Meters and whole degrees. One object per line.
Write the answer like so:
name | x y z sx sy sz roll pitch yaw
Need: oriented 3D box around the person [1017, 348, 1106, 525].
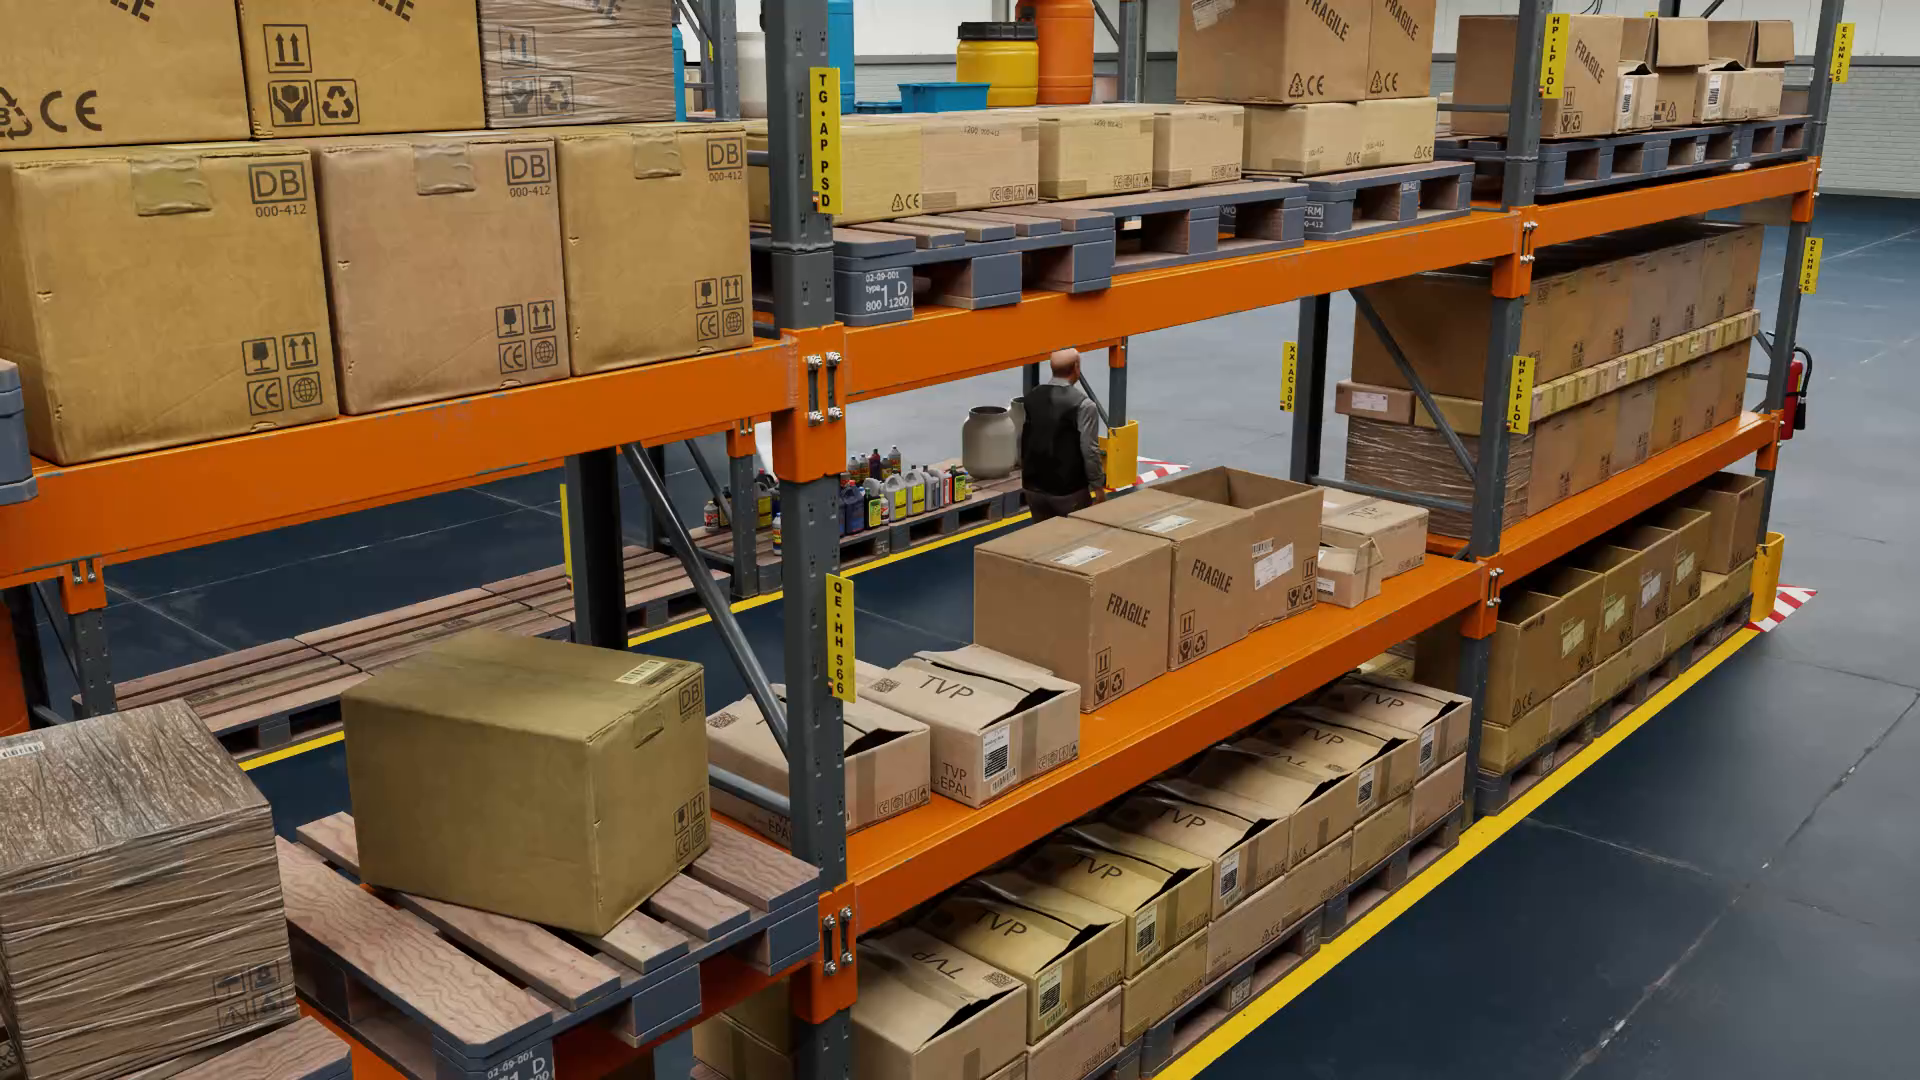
person | 0.602 -0.317 10.132 0.592 1.722 0.416 13 21 37
